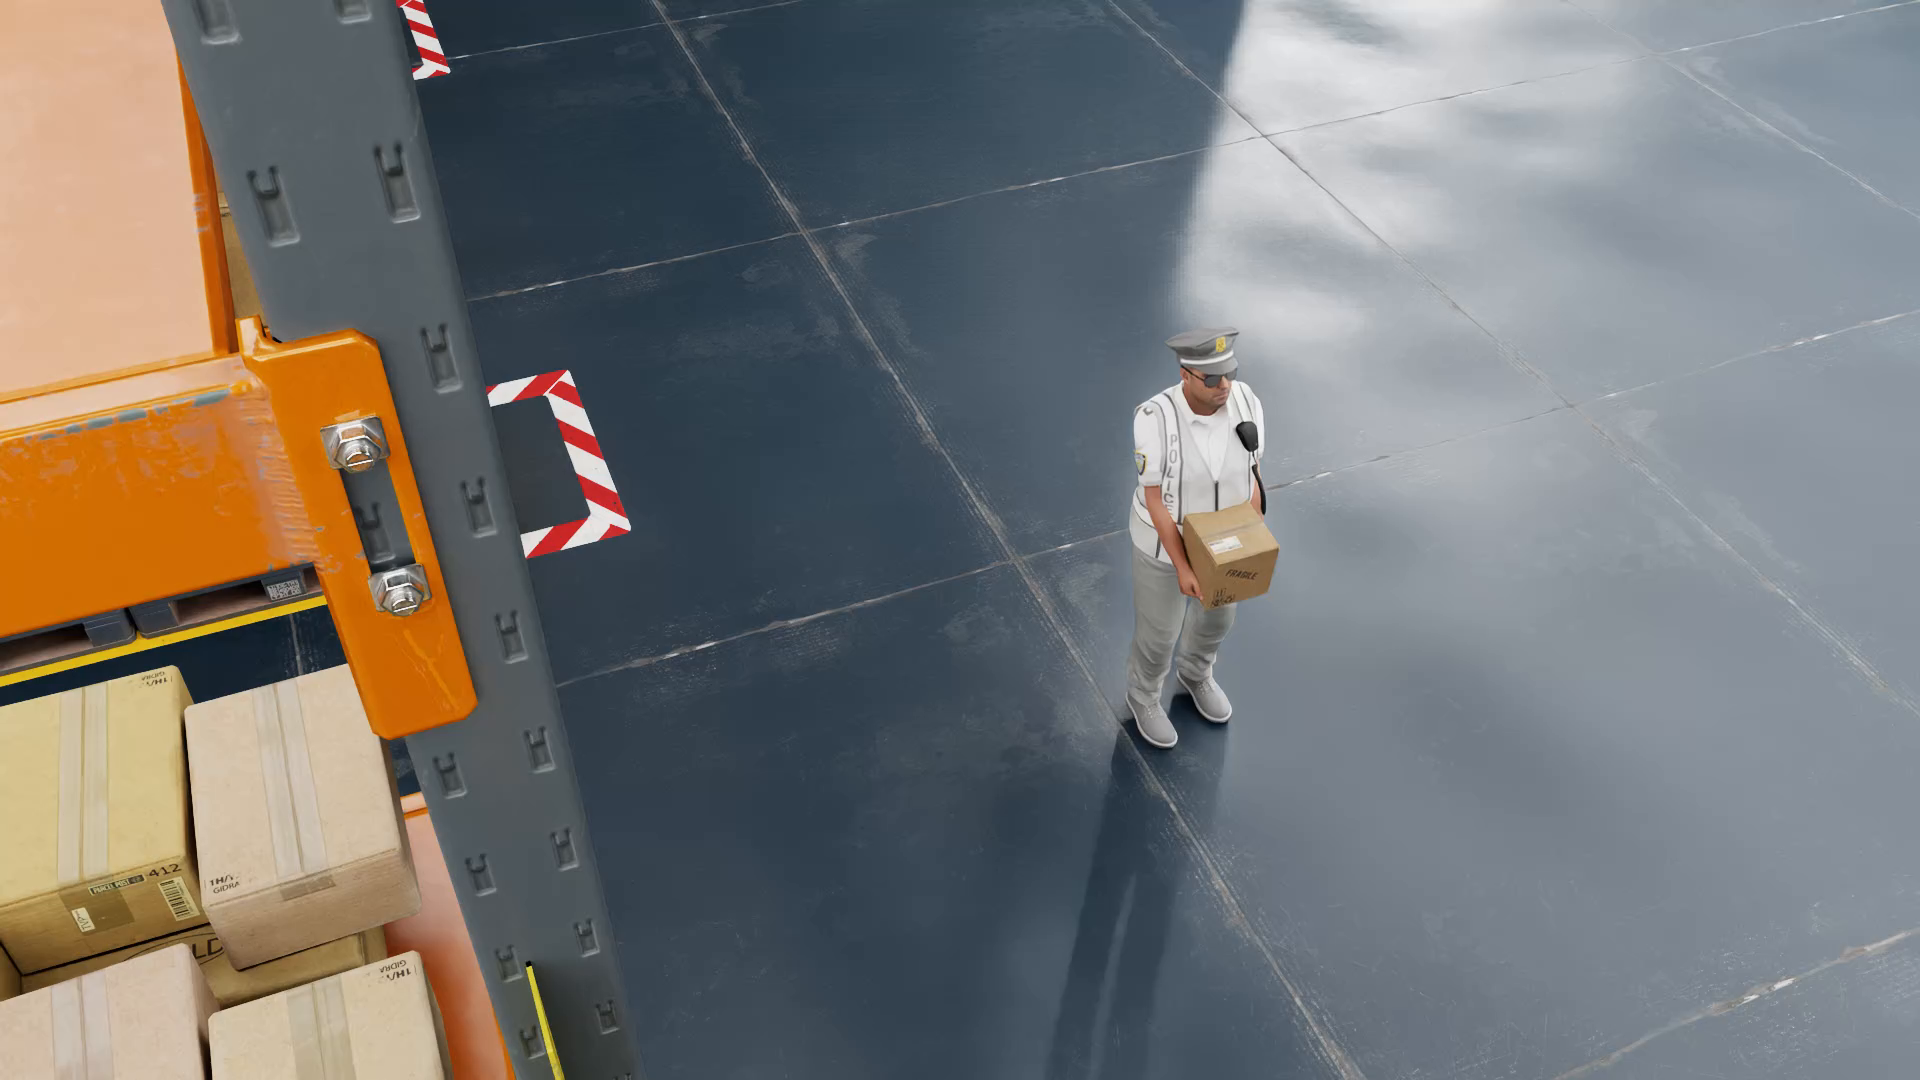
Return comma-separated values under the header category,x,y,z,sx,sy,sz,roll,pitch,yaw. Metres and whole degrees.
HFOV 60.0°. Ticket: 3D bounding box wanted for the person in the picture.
category,x,y,z,sx,sy,sz,roll,pitch,yaw
person,0.888,0.025,6.112,0.494,1.766,0.565,-15,44,-16
